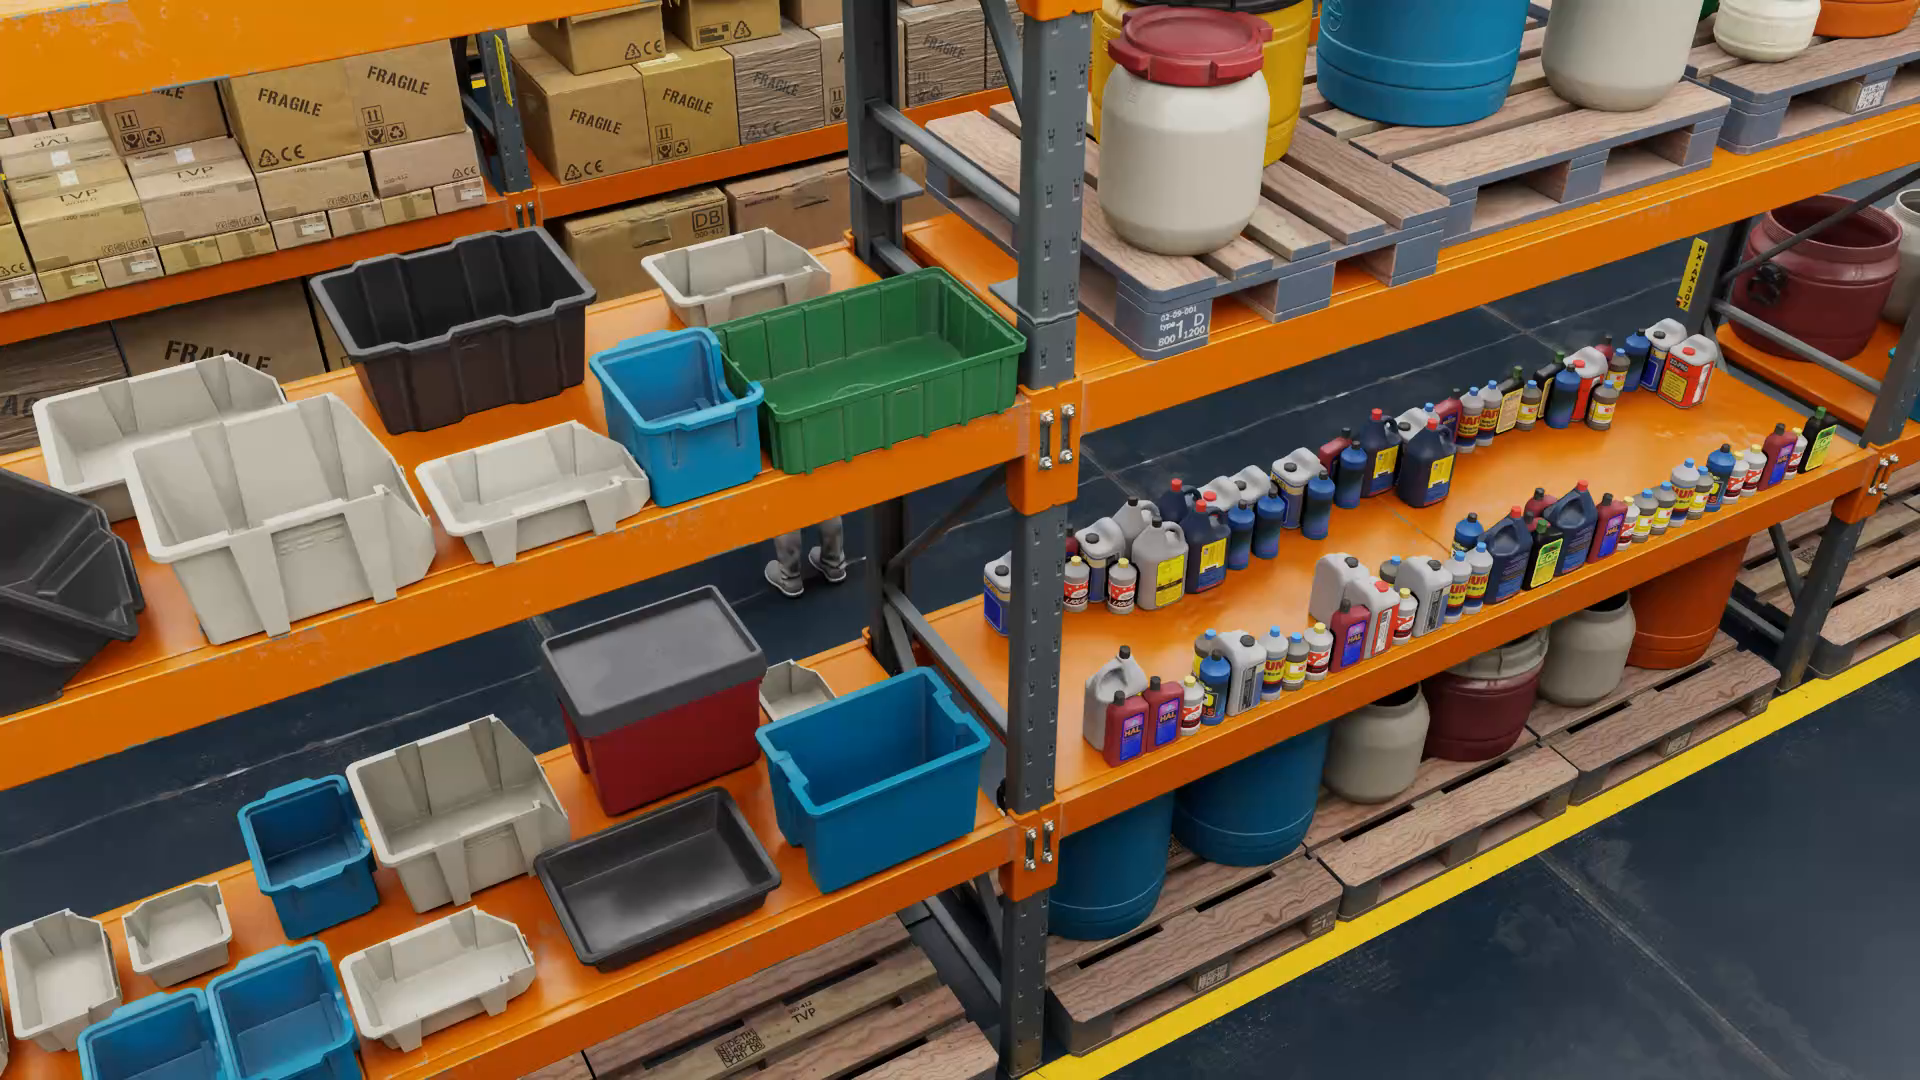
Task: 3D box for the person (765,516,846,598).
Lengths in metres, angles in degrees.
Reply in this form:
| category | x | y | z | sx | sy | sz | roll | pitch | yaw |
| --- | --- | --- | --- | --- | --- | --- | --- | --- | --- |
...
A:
| category | x | y | z | sx | sy | sz | roll | pitch | yaw |
| --- | --- | --- | --- | --- | --- | --- | --- | --- | --- |
| person | -0.768 | -0.513 | 7.586 | 0.459 | 1.686 | 0.556 | -19 | 41 | -23 |
